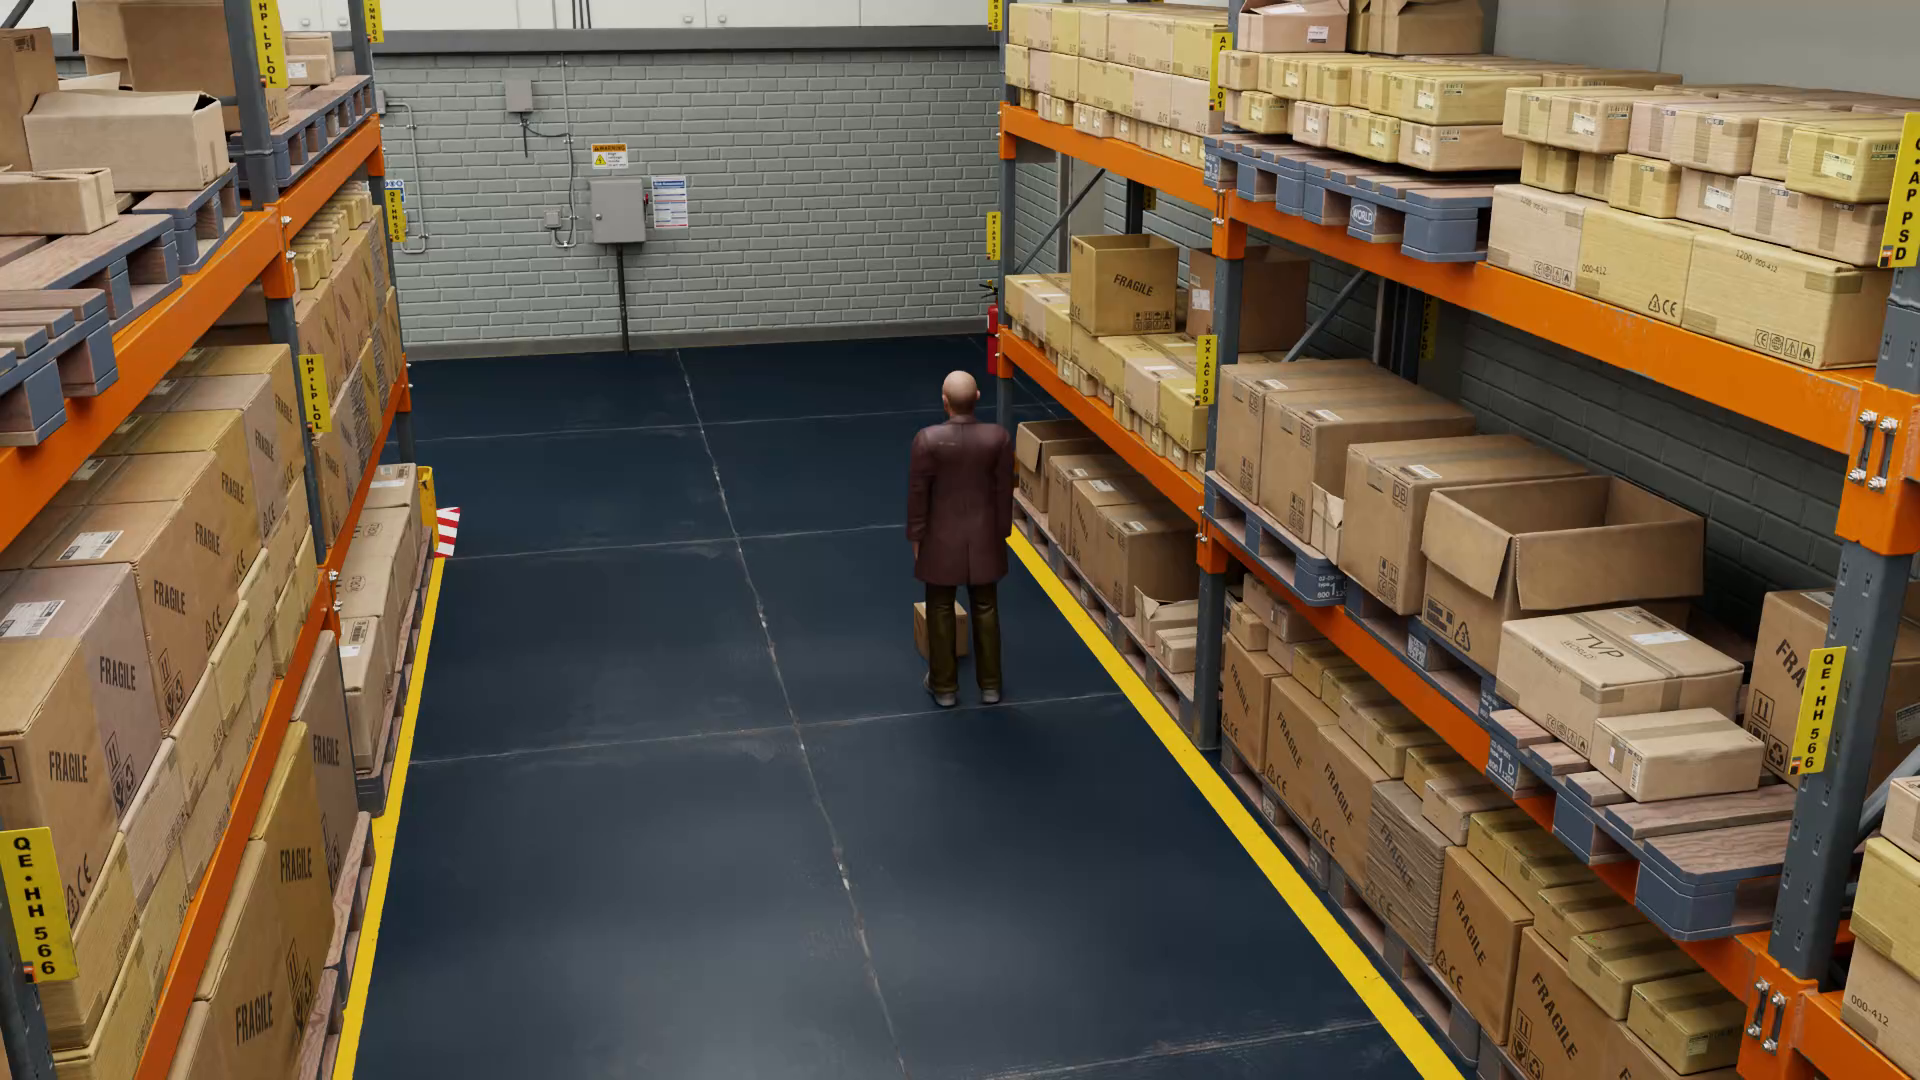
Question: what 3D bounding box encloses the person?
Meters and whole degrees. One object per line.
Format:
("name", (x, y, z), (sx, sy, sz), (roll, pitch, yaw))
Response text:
("person", (-0.007, -0.015, 8.638), (0.561, 1.777, 0.380), (-4, 20, -11))
